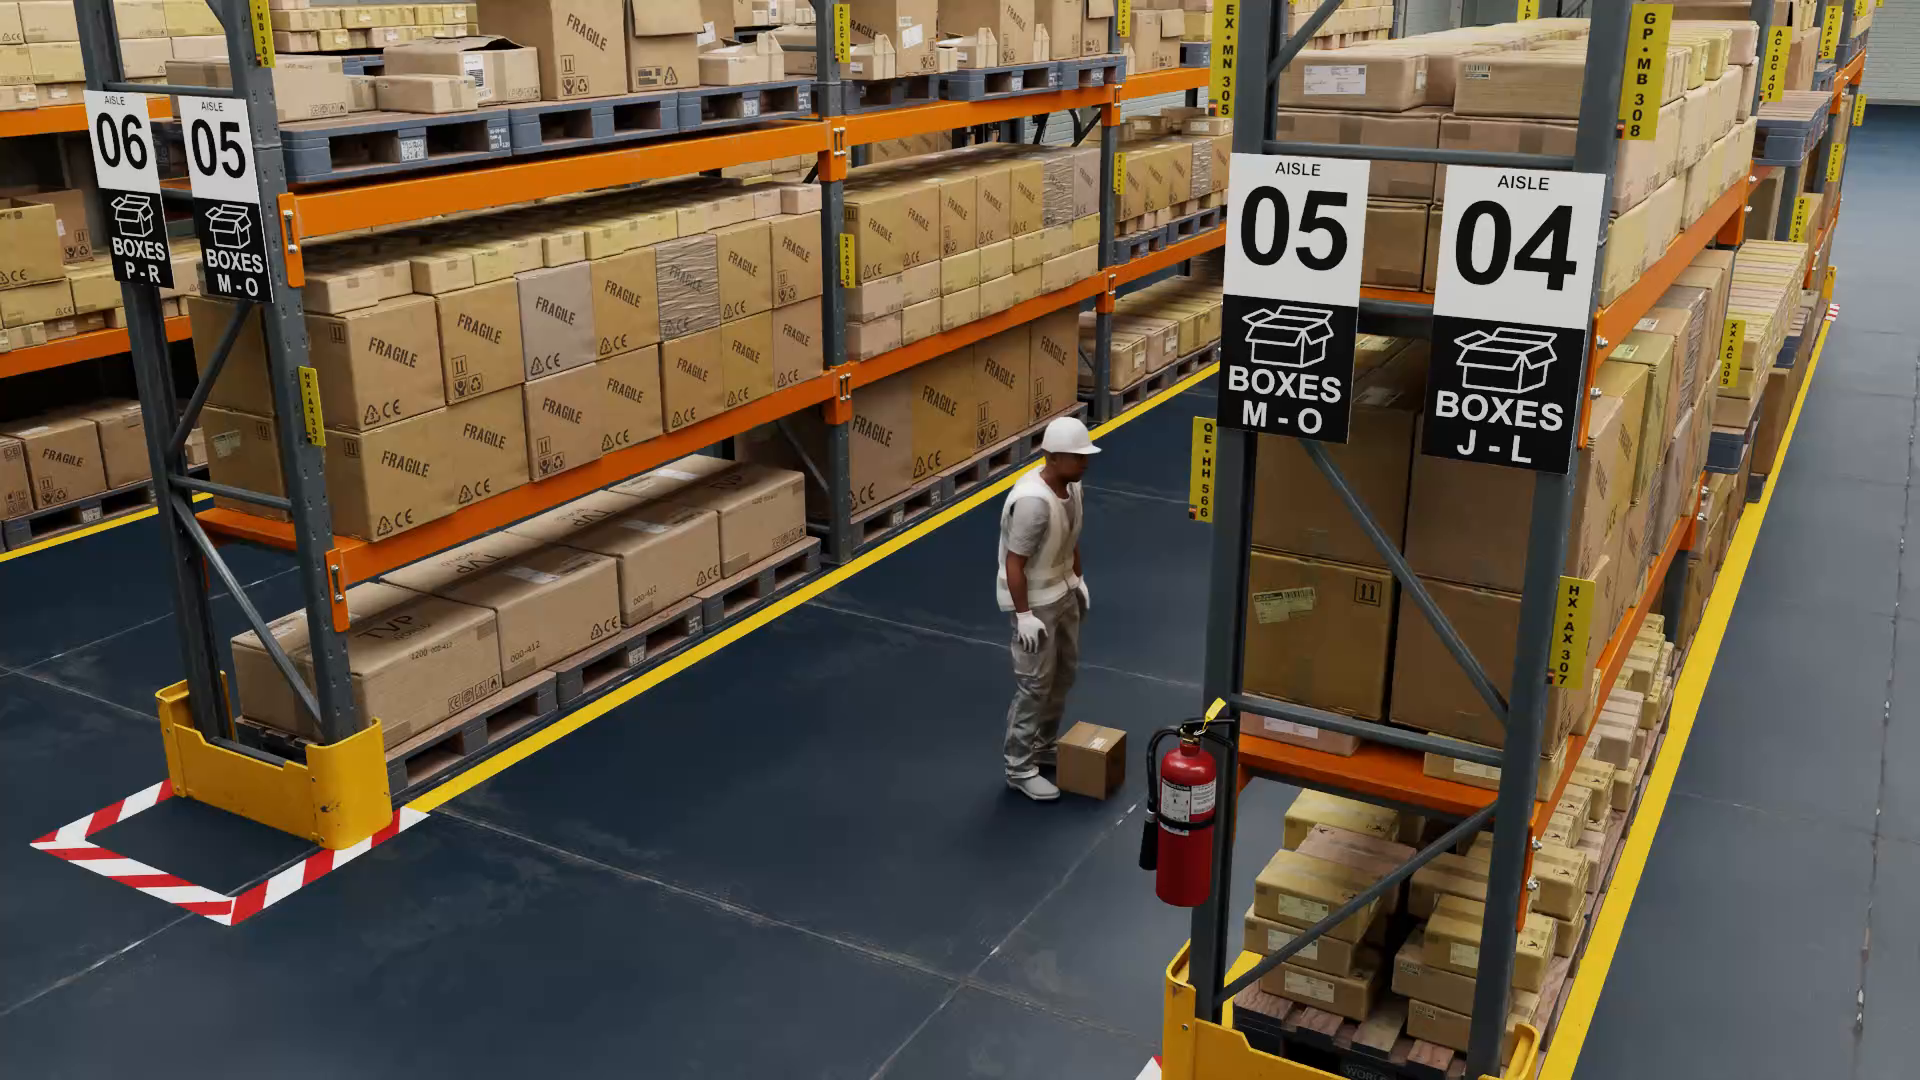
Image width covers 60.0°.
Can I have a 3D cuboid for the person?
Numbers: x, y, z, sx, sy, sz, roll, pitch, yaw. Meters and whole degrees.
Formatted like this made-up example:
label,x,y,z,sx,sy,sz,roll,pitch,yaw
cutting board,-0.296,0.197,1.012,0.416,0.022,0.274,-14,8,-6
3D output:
label,x,y,z,sx,sy,sz,roll,pitch,yaw
person,0.412,0.292,7.714,0.446,1.774,0.617,11,22,28
